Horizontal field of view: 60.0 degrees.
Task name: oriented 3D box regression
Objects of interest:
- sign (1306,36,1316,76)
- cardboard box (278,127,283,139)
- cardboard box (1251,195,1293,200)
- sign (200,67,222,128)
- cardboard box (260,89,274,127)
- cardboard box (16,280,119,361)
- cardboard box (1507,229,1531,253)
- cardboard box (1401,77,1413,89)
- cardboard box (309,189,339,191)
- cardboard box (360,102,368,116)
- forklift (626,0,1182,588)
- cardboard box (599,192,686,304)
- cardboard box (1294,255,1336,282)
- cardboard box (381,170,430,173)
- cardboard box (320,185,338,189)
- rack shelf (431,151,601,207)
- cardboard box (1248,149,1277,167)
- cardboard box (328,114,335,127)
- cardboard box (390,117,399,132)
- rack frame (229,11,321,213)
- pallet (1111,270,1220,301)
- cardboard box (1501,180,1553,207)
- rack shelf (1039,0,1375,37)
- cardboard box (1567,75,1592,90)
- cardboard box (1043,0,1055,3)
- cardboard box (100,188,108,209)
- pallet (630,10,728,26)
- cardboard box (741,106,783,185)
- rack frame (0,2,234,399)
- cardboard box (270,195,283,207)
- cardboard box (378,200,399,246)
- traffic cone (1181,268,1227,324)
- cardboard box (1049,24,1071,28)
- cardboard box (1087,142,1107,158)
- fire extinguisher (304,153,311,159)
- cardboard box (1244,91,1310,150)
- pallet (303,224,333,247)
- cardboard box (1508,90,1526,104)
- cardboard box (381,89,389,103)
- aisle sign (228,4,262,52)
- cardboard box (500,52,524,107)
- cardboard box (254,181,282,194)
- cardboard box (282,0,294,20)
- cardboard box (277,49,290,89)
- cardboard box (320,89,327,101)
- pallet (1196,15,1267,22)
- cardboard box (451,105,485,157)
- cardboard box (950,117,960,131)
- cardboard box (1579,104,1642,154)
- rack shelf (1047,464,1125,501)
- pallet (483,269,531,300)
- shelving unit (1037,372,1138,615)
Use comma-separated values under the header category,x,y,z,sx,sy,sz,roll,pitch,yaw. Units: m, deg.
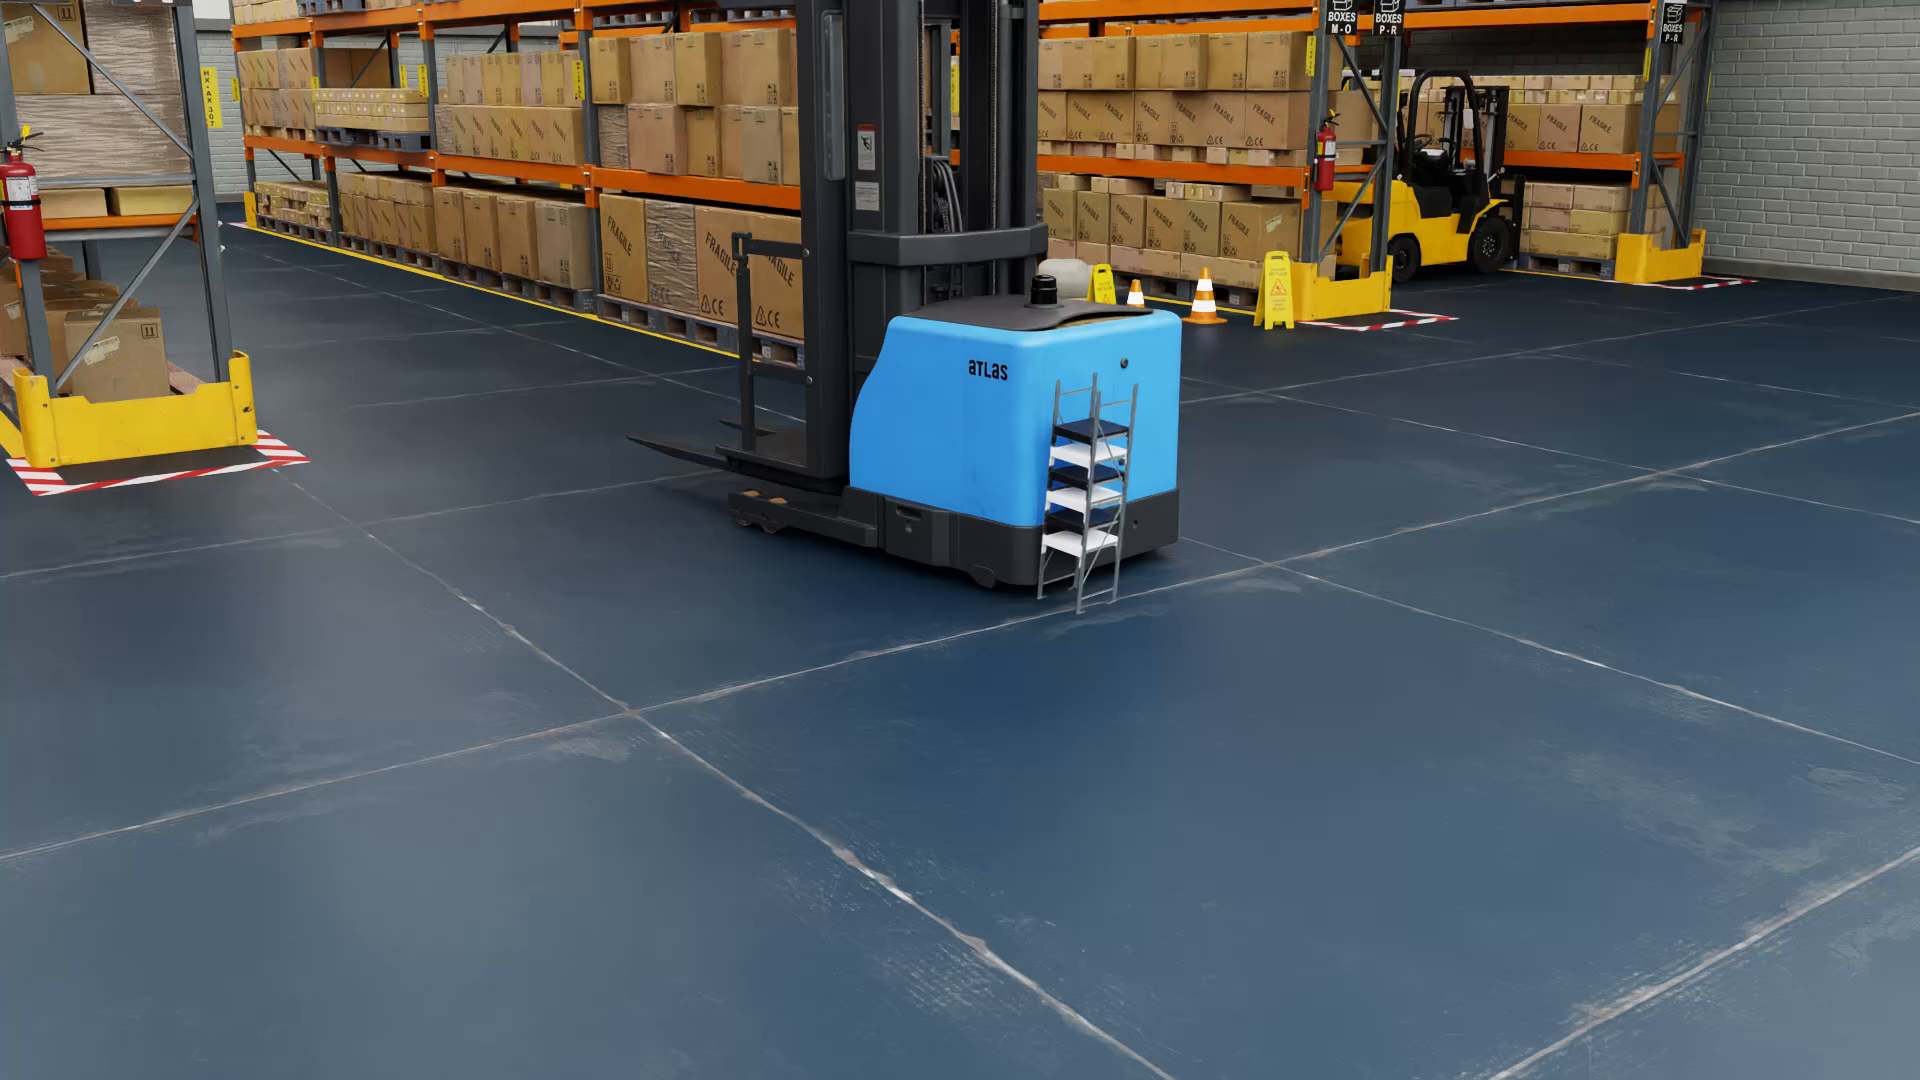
category,x,y,z,sx,sy,sz,roll,pitch,yaw
sign,2.977,-4.106,14.104,0.100,0.325,0.005,-11,19,-35
cardboard box,-9.031,-5.537,22.601,0.380,0.149,0.250,-10,18,-33
cardboard box,2.862,-3.046,16.016,0.500,0.500,0.500,-12,19,-37
sign,-4.140,-2.441,9.171,0.100,0.325,0.005,-11,19,-35
cardboard box,-9.261,-5.940,22.843,0.500,0.500,0.500,-11,19,-34
cardboard box,-5.956,-1.457,11.156,0.500,0.500,0.500,-13,20,-39
cardboard box,6.347,-3.392,18.699,0.500,0.250,0.500,-11,19,-34
cardboard box,5.430,-5.398,19.635,0.380,0.149,0.250,-11,19,-36
cardboard box,-8.406,-4.567,22.060,0.380,0.149,0.250,-10,18,-33
cardboard box,-6.630,-4.930,19.024,0.380,0.149,0.250,-10,18,-33
forklift,-0.446,-1.529,7.612,3.031,2.935,1.130,15,21,43
cardboard box,-2.546,-2.574,14.527,0.875,0.875,0.875,-11,19,-34
cardboard box,3.187,-2.568,15.691,0.500,0.250,0.500,-11,19,-35
cardboard box,-6.920,-4.488,20.812,0.500,0.250,0.500,-11,19,-36
cardboard box,-8.673,-4.859,23.124,0.380,0.149,0.250,-12,19,-36
rack shelf,-4.035,-3.621,16.488,1.077,0.370,4.000,-11,19,-35
cardboard box,2.806,-3.439,14.936,0.380,0.149,0.250,-11,19,-35
cardboard box,-7.392,-5.063,20.073,0.380,0.149,0.250,-11,19,-34
cardboard box,-6.017,-4.564,18.250,0.380,0.149,0.250,-11,19,-35
rack frame,-9.915,-6.104,24.195,1.000,3.000,0.127,-11,19,-35
pallet,2.231,-2.587,16.630,1.003,0.211,1.213,-11,19,-35
cardboard box,6.318,-3.871,18.557,0.500,0.250,0.500,-11,19,-34
rack shelf,2.262,-5.004,15.857,1.077,0.370,4.000,-11,19,-35
cardboard box,6.723,-4.896,17.801,0.380,0.149,0.250,-10,18,-33
cardboard box,1.070,-5.551,16.969,0.380,0.149,0.250,-11,19,-35
cardboard box,-4.820,-2.028,9.778,0.380,0.149,0.250,-11,19,-35
pallet,-4.091,-7.620,24.220,1.003,0.211,1.213,-11,19,-35
cardboard box,-1.103,-2.946,12.372,0.875,0.550,0.550,-11,19,-35
rack frame,-4.578,-1.939,8.978,1.000,3.000,0.127,-11,19,-35
cardboard box,-9.420,-4.745,23.274,0.380,0.149,0.250,-10,18,-33
cardboard box,-6.436,-3.714,19.403,0.500,0.500,0.500,-12,19,-37
traffic cone,2.141,-2.145,14.536,0.336,0.463,0.334,-11,19,-35
cardboard box,1.658,-7.617,24.326,0.500,0.250,0.500,-11,19,-35
cardboard box,1.500,-3.937,16.754,0.380,0.149,0.250,-10,18,-33
fire extinguisher,-9.689,-6.012,24.712,0.296,0.674,0.183,-11,19,-35
cardboard box,2.896,-3.742,14.812,0.500,0.500,0.500,-11,19,-36
pallet,-7.986,-4.042,21.946,1.003,0.211,1.213,-11,19,-35
cardboard box,6.246,-4.910,18.415,0.380,0.149,0.250,-11,19,-34
cardboard box,-6.170,-4.907,18.376,0.380,0.149,0.250,-10,18,-33
aisle sign,-10.200,-7.327,23.738,0.394,0.787,0.004,-11,19,-35
cardboard box,-4.052,-4.502,16.260,0.700,0.500,0.500,-11,19,-35
cardboard box,-9.881,-5.053,23.835,0.380,0.149,0.250,-12,19,-37
cardboard box,-8.354,-6.795,21.323,0.500,0.250,0.500,-11,19,-35
cardboard box,-8.656,-6.203,21.910,0.500,0.500,0.500,-10,18,-33
cardboard box,-7.534,-5.404,20.191,0.380,0.149,0.250,-10,18,-33
pallet,3.878,-6.943,21.936,1.003,0.211,1.213,-10,18,-32
cardboard box,-4.864,-4.198,17.041,0.500,0.500,0.500,-11,19,-35
cardboard box,0.086,-4.642,18.534,0.380,0.149,0.250,-11,19,-34
cardboard box,6.949,-4.361,17.637,0.500,0.500,0.500,-11,19,-36
rack shelf,0.499,-0.236,6.488,0.200,0.077,0.258,21,25,40
pallet,-4.095,-2.610,16.712,1.003,0.211,1.213,-11,19,-35
shelving unit,0.496,-0.182,6.506,0.210,0.900,0.258,21,25,40
